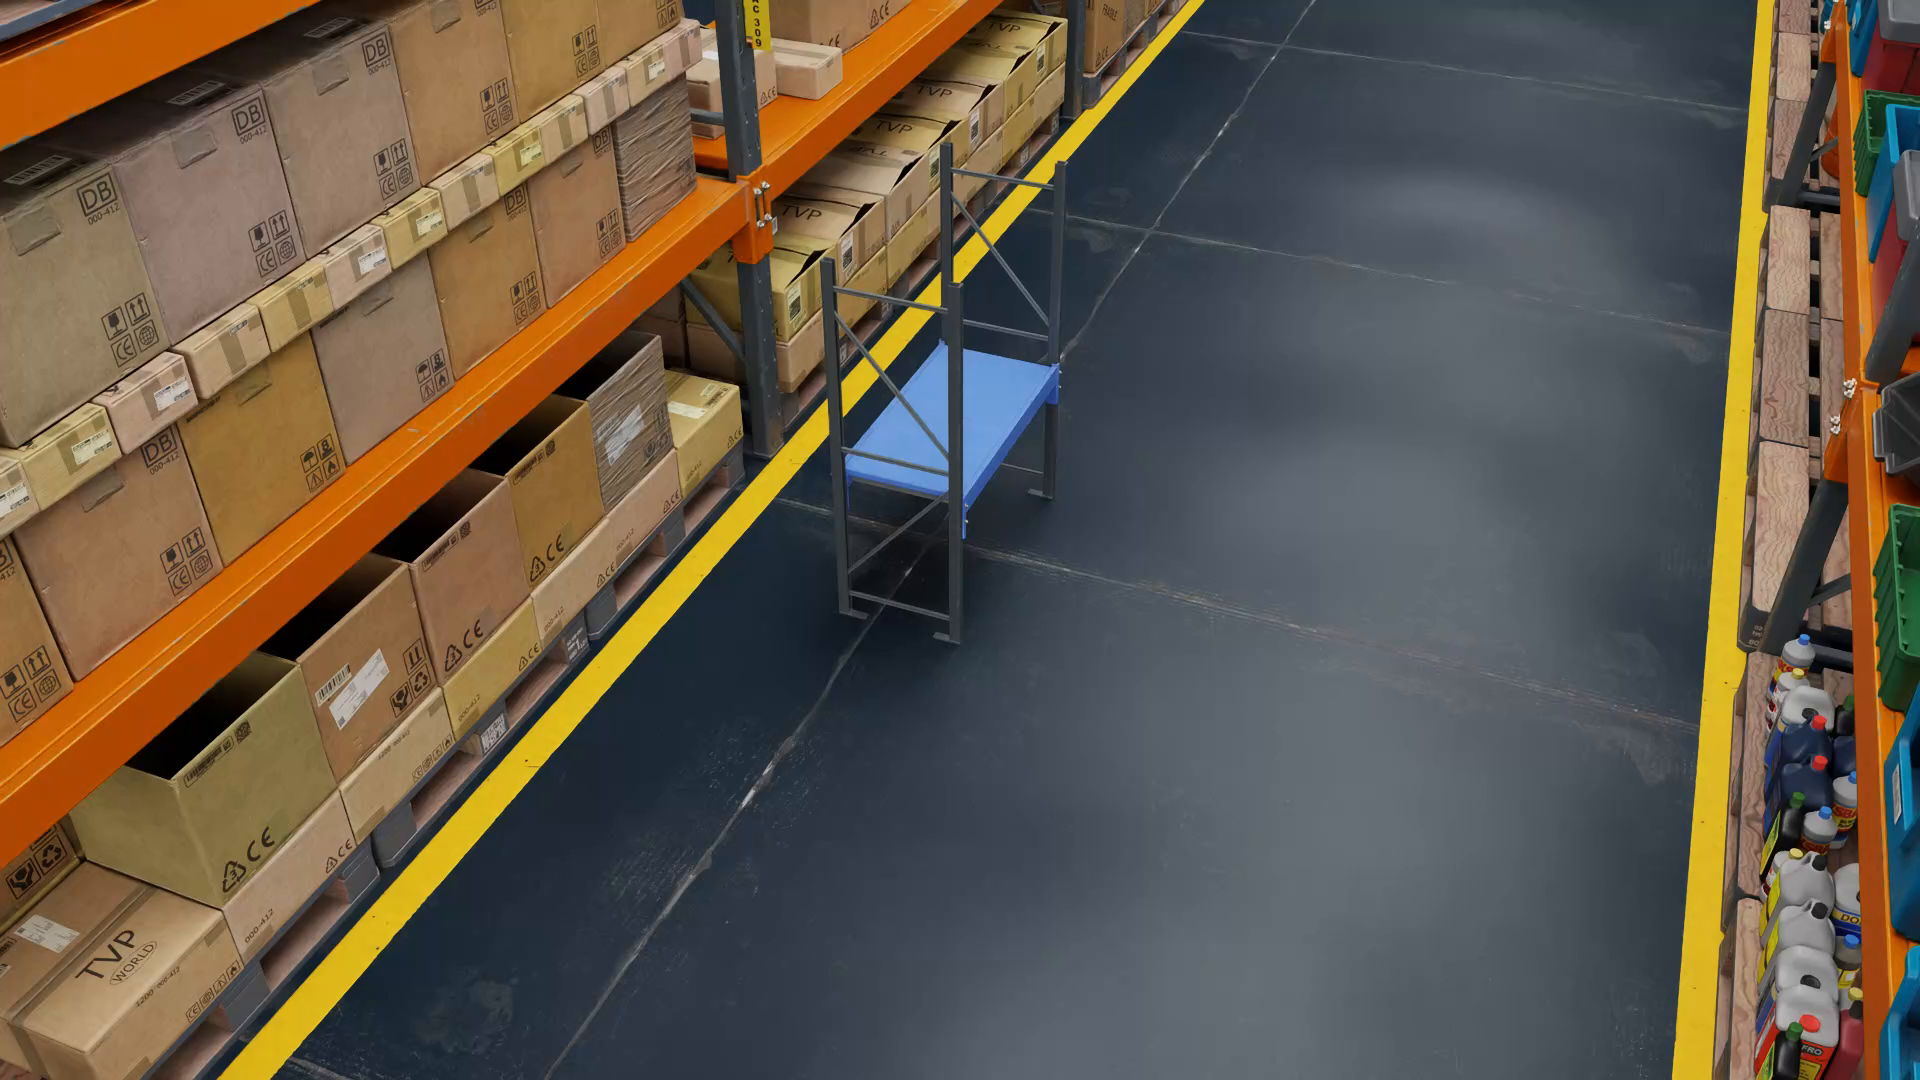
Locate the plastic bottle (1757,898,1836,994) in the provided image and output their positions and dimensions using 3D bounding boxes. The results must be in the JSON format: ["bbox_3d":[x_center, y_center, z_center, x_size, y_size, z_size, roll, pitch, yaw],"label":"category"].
[{"bbox_3d":[2.327,1.116,4.596,0.144,0.351,0.185,15,39,20],"label":"plastic bottle"}]

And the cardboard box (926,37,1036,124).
[{"bbox_3d":[0.102,-2.565,9.154,0.500,0.311,0.500,13,39,17],"label":"cardboard box"}]

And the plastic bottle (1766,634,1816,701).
[{"bbox_3d":[2.796,0.429,5.582,0.097,0.271,0.097,0,37,0],"label":"plastic bottle"}]

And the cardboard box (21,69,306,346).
[{"bbox_3d":[-2.183,-0.896,4.276,0.700,0.500,0.500,14,39,18],"label":"cardboard box"}]

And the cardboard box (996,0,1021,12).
[{"bbox_3d":[0.404,-3.655,10.855,0.500,0.500,0.500,15,39,20],"label":"cardboard box"}]

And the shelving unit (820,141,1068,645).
[{"bbox_3d":[-0.032,-0.554,6.238,0.538,1.500,1.048,14,39,18],"label":"shelving unit"}]

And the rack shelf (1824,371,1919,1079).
[{"bbox_3d":[2.561,0.832,3.733,1.077,0.370,4.000,14,39,18],"label":"rack shelf"}]

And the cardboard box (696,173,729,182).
[{"bbox_3d":[-1.176,-1.565,7.816,0.500,0.311,0.500,15,39,19],"label":"cardboard box"}]

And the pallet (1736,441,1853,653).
[{"bbox_3d":[3.585,0.109,6.427,1.003,0.211,1.213,14,39,18],"label":"pallet"}]

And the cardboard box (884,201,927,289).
[{"bbox_3d":[-0.484,-1.498,8.195,0.500,0.250,0.500,13,39,16],"label":"cardboard box"}]

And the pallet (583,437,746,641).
[{"bbox_3d":[-1.598,-0.147,6.770,1.003,0.211,1.213,14,39,18],"label":"pallet"}]

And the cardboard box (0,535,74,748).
[{"bbox_3d":[-2.589,0.225,3.860,0.700,0.500,0.500,14,39,18],"label":"cardboard box"}]

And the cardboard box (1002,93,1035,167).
[{"bbox_3d":[0.098,-2.343,9.325,0.500,0.250,0.500,13,39,17],"label":"cardboard box"}]

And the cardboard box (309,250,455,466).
[{"bbox_3d":[-2.003,-0.633,5.008,0.700,0.500,0.500,15,39,19],"label":"cardboard box"}]

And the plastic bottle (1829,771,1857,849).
[{"bbox_3d":[2.688,0.813,5.068,0.097,0.271,0.097,0,37,0],"label":"plastic bottle"}]

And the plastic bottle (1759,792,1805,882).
[{"bbox_3d":[2.458,0.887,4.960,0.061,0.283,0.133,16,40,20],"label":"plastic bottle"}]

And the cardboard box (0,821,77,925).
[{"bbox_3d":[-2.850,0.788,4.509,0.500,0.500,0.500,14,39,18],"label":"cardboard box"}]

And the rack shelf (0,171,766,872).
[{"bbox_3d":[-2.018,-0.299,5.245,1.077,0.370,4.000,14,39,18],"label":"rack shelf"}]

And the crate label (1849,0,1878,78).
[{"bbox_3d":[4.216,-2.304,7.298,0.502,0.435,0.616,14,39,18],"label":"crate label"}]

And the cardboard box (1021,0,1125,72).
[{"bbox_3d":[0.702,-3.271,10.341,0.500,0.500,0.500,15,39,20],"label":"cardboard box"}]

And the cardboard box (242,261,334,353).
[{"bbox_3d":[-1.942,-0.661,4.504,0.380,0.149,0.250,13,39,17],"label":"cardboard box"}]

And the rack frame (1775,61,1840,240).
[{"bbox_3d":[4.844,-2.778,7.962,1.000,3.000,0.127,14,39,18],"label":"rack frame"}]

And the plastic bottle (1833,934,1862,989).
[{"bbox_3d":[2.455,1.179,4.637,0.097,0.201,0.097,0,37,0],"label":"plastic bottle"}]

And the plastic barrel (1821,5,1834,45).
[{"bbox_3d":[5.577,-3.183,10.231,0.421,0.512,0.421,0,37,0],"label":"plastic barrel"}]

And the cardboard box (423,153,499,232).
[{"bbox_3d":[-1.647,-1.092,5.080,0.380,0.149,0.250,15,39,19],"label":"cardboard box"}]

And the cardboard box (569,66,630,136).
[{"bbox_3d":[-1.356,-1.513,5.643,0.380,0.149,0.250,13,39,16],"label":"cardboard box"}]

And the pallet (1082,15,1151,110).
[{"bbox_3d":[0.584,-3.197,10.851,1.003,0.211,1.213,14,39,18],"label":"pallet"}]

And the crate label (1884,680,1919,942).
[{"bbox_3d":[2.251,0.556,3.471,0.502,0.435,0.616,14,39,18],"label":"crate label"}]

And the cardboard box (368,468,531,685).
[{"bbox_3d":[-1.796,0.077,5.461,0.500,0.500,0.500,14,39,18],"label":"cardboard box"}]

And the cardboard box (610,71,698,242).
[{"bbox_3d":[-1.420,-1.487,6.151,0.700,0.500,0.500,13,39,17],"label":"cardboard box"}]

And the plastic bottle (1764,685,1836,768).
[{"bbox_3d":[2.698,0.613,5.332,0.152,0.276,0.135,15,39,19],"label":"plastic bottle"}]

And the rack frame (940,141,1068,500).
[{"bbox_3d":[0.161,-0.835,6.614,0.500,1.500,0.032,14,39,18],"label":"rack frame"}]

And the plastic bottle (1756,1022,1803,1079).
[{"bbox_3d":[2.121,1.377,4.304,0.061,0.283,0.133,15,39,19],"label":"plastic bottle"}]

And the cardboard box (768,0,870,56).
[{"bbox_3d":[-0.749,-2.447,7.435,0.500,0.500,0.500,17,40,21],"label":"cardboard box"}]

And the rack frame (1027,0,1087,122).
[{"bbox_3d":[0.265,-3.909,9.474,1.000,3.000,0.127,14,39,18],"label":"rack frame"}]

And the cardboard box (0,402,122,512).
[{"bbox_3d":[-2.236,-0.232,3.930,0.380,0.149,0.250,14,39,18],"label":"cardboard box"}]

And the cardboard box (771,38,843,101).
[{"bbox_3d":[-0.731,-2.038,7.181,0.380,0.149,0.250,14,39,18],"label":"cardboard box"}]

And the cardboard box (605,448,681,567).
[{"bbox_3d":[-1.431,-0.180,6.431,0.500,0.250,0.500,14,39,18],"label":"cardboard box"}]

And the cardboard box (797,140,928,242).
[{"bbox_3d":[-0.478,-1.721,8.024,0.500,0.311,0.500,13,39,16],"label":"cardboard box"}]

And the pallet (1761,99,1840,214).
[{"bbox_3d":[5.106,-2.108,9.393,1.003,0.211,1.213,14,39,18],"label":"pallet"}]

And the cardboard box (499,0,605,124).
[{"bbox_3d":[-1.611,-1.727,5.388,0.700,0.500,0.500,14,39,18],"label":"cardboard box"}]

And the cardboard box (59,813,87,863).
[{"bbox_3d":[-2.669,0.810,5.107,0.500,0.250,0.500,14,39,18],"label":"cardboard box"}]

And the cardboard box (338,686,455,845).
[{"bbox_3d":[-1.992,0.653,5.317,0.500,0.250,0.500,14,39,18],"label":"cardboard box"}]

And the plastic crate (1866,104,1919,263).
[{"bbox_3d":[3.454,-1.239,5.916,0.392,0.384,0.575,14,39,18],"label":"plastic crate"}]

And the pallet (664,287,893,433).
[{"bbox_3d":[-1.013,-0.994,7.904,1.003,0.211,1.213,14,39,18],"label":"pallet"}]
